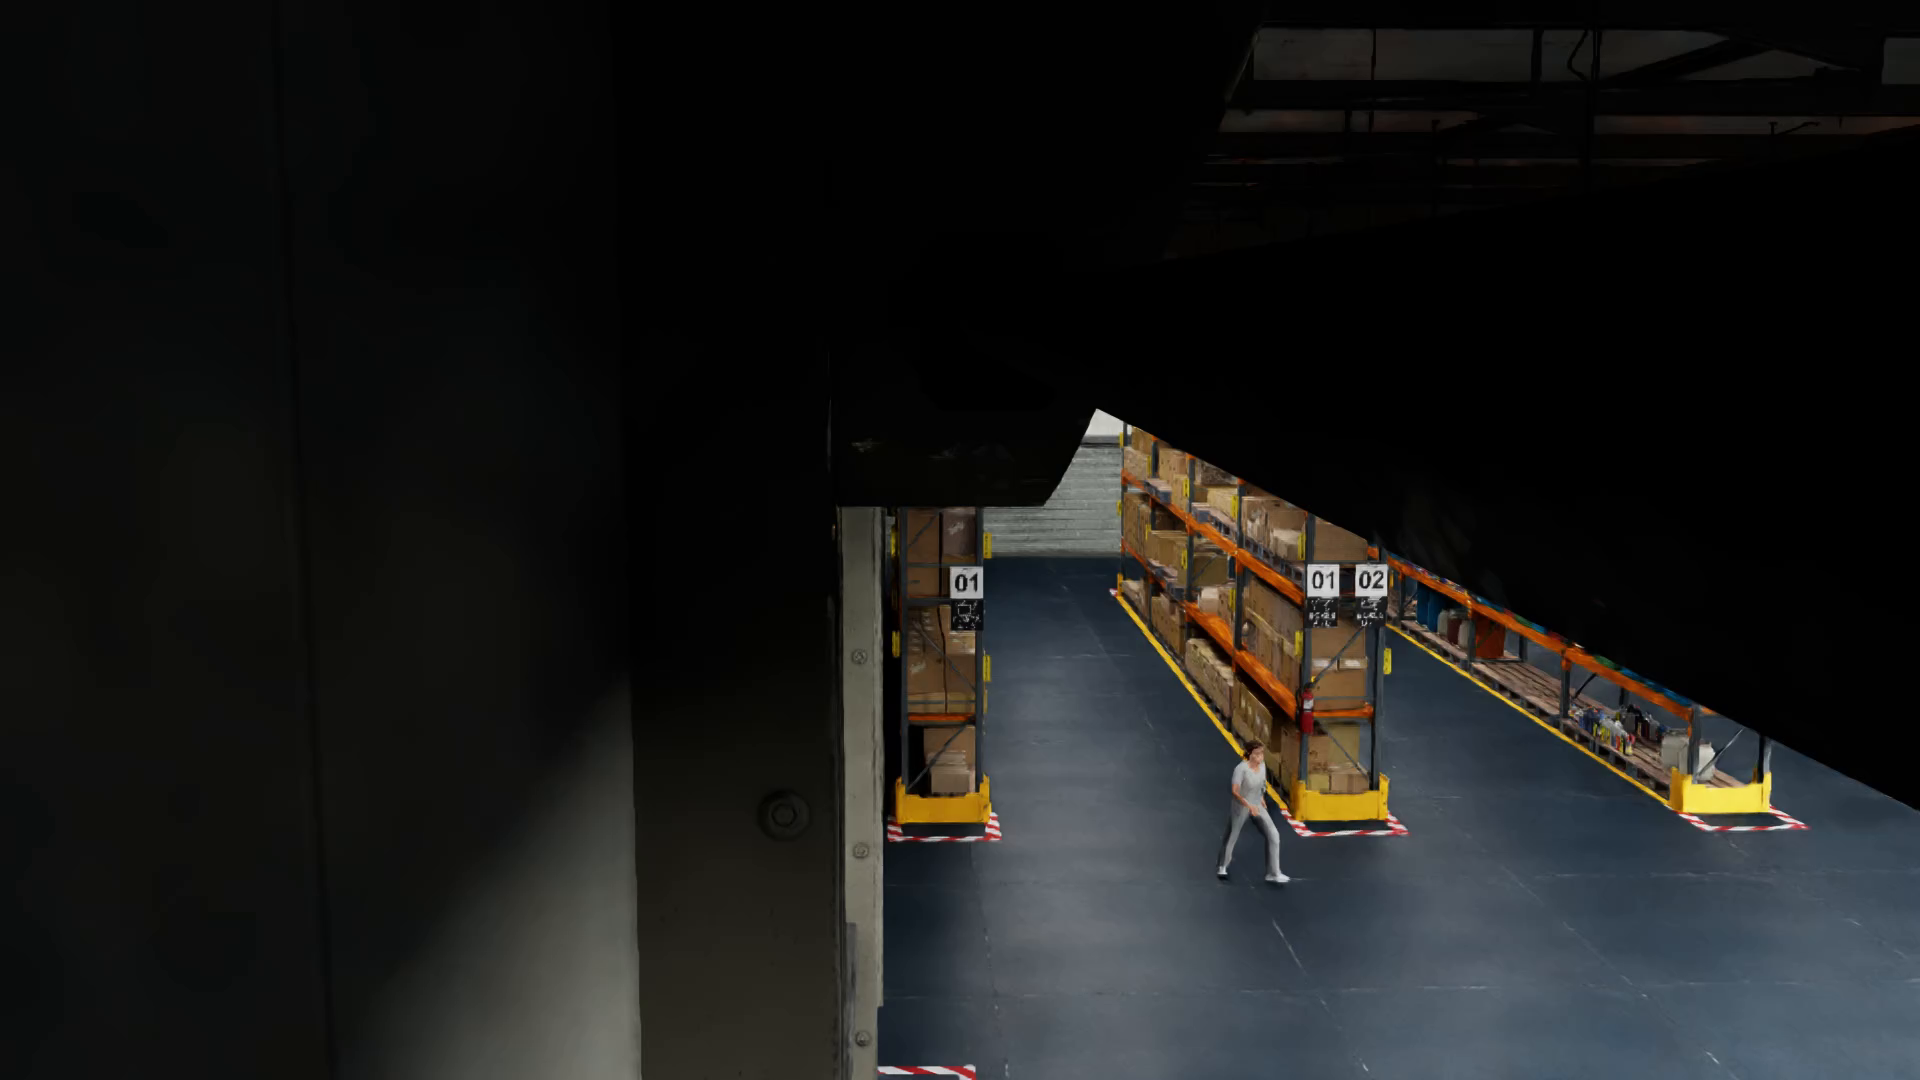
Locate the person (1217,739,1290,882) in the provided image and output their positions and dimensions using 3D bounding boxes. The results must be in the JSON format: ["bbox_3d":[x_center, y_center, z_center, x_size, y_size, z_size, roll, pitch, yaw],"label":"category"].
[{"bbox_3d":[3.205,2.959,18.373,0.604,1.606,0.802,-3,9,-22],"label":"person"}]

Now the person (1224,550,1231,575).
[{"bbox_3d":[5.704,0.431,36.185,0.512,1.661,0.613,1,8,9],"label":"person"}]
